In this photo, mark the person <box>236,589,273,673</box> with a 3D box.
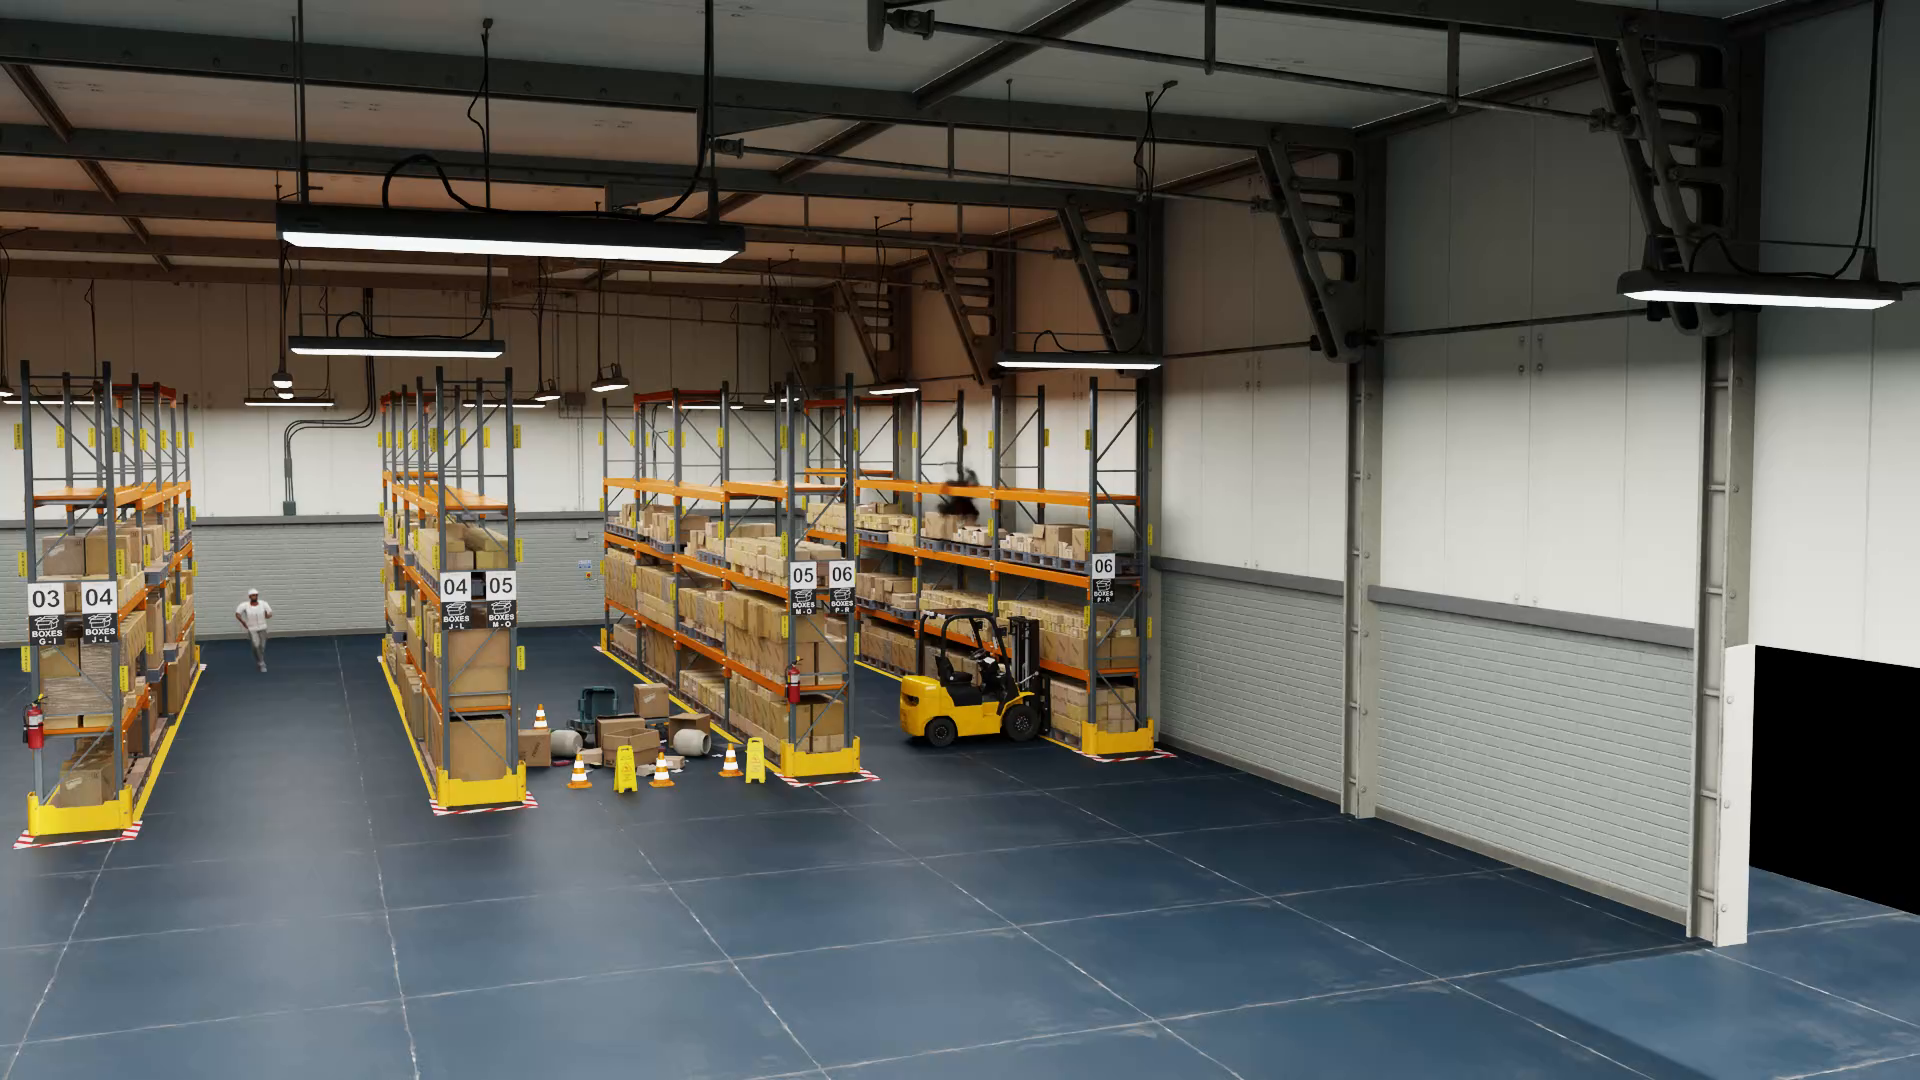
[{"bbox_3d":[-15.237,1.952,35.989,0.703,1.796,0.882,-3,4,-38],"label":"person"}]
